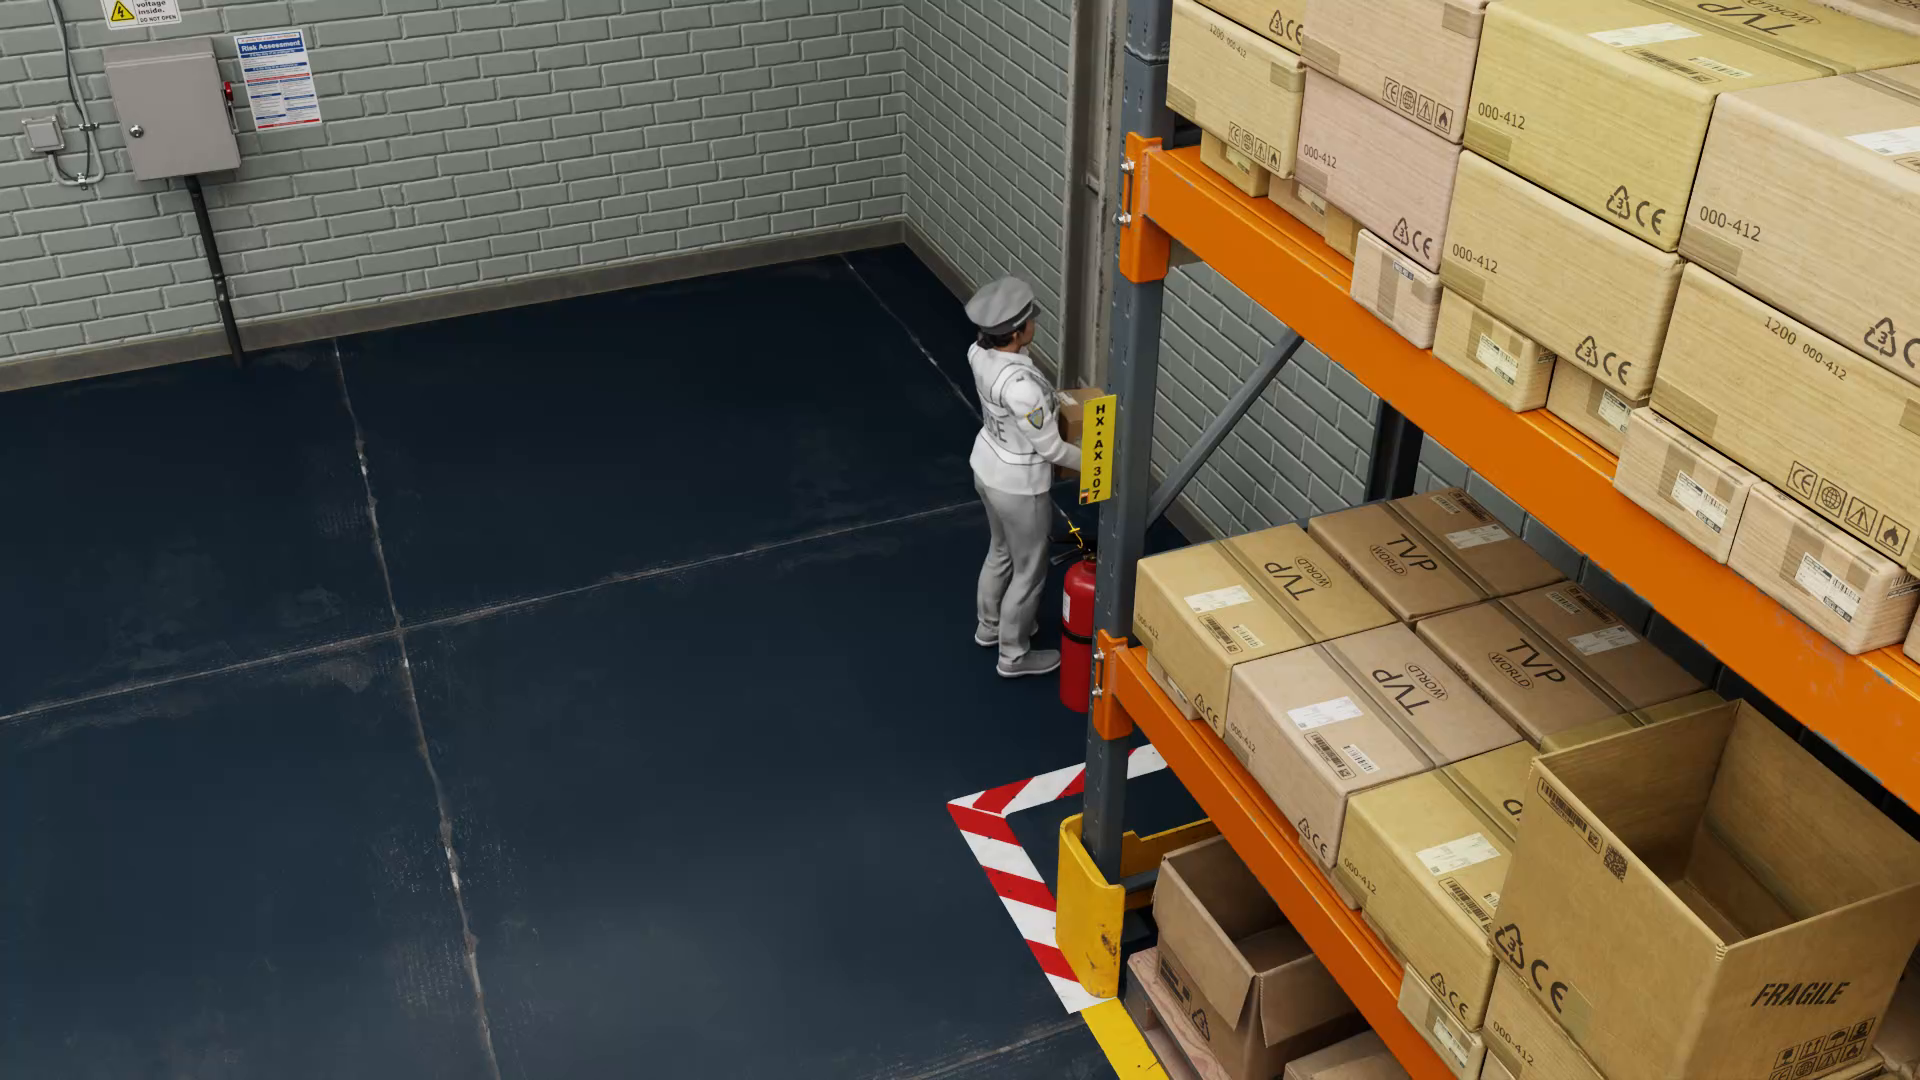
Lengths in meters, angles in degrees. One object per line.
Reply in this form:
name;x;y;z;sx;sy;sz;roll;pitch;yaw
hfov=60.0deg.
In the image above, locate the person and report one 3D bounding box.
person;0.288;-0.243;6.486;0.536;1.690;0.460;-13;36;-18
